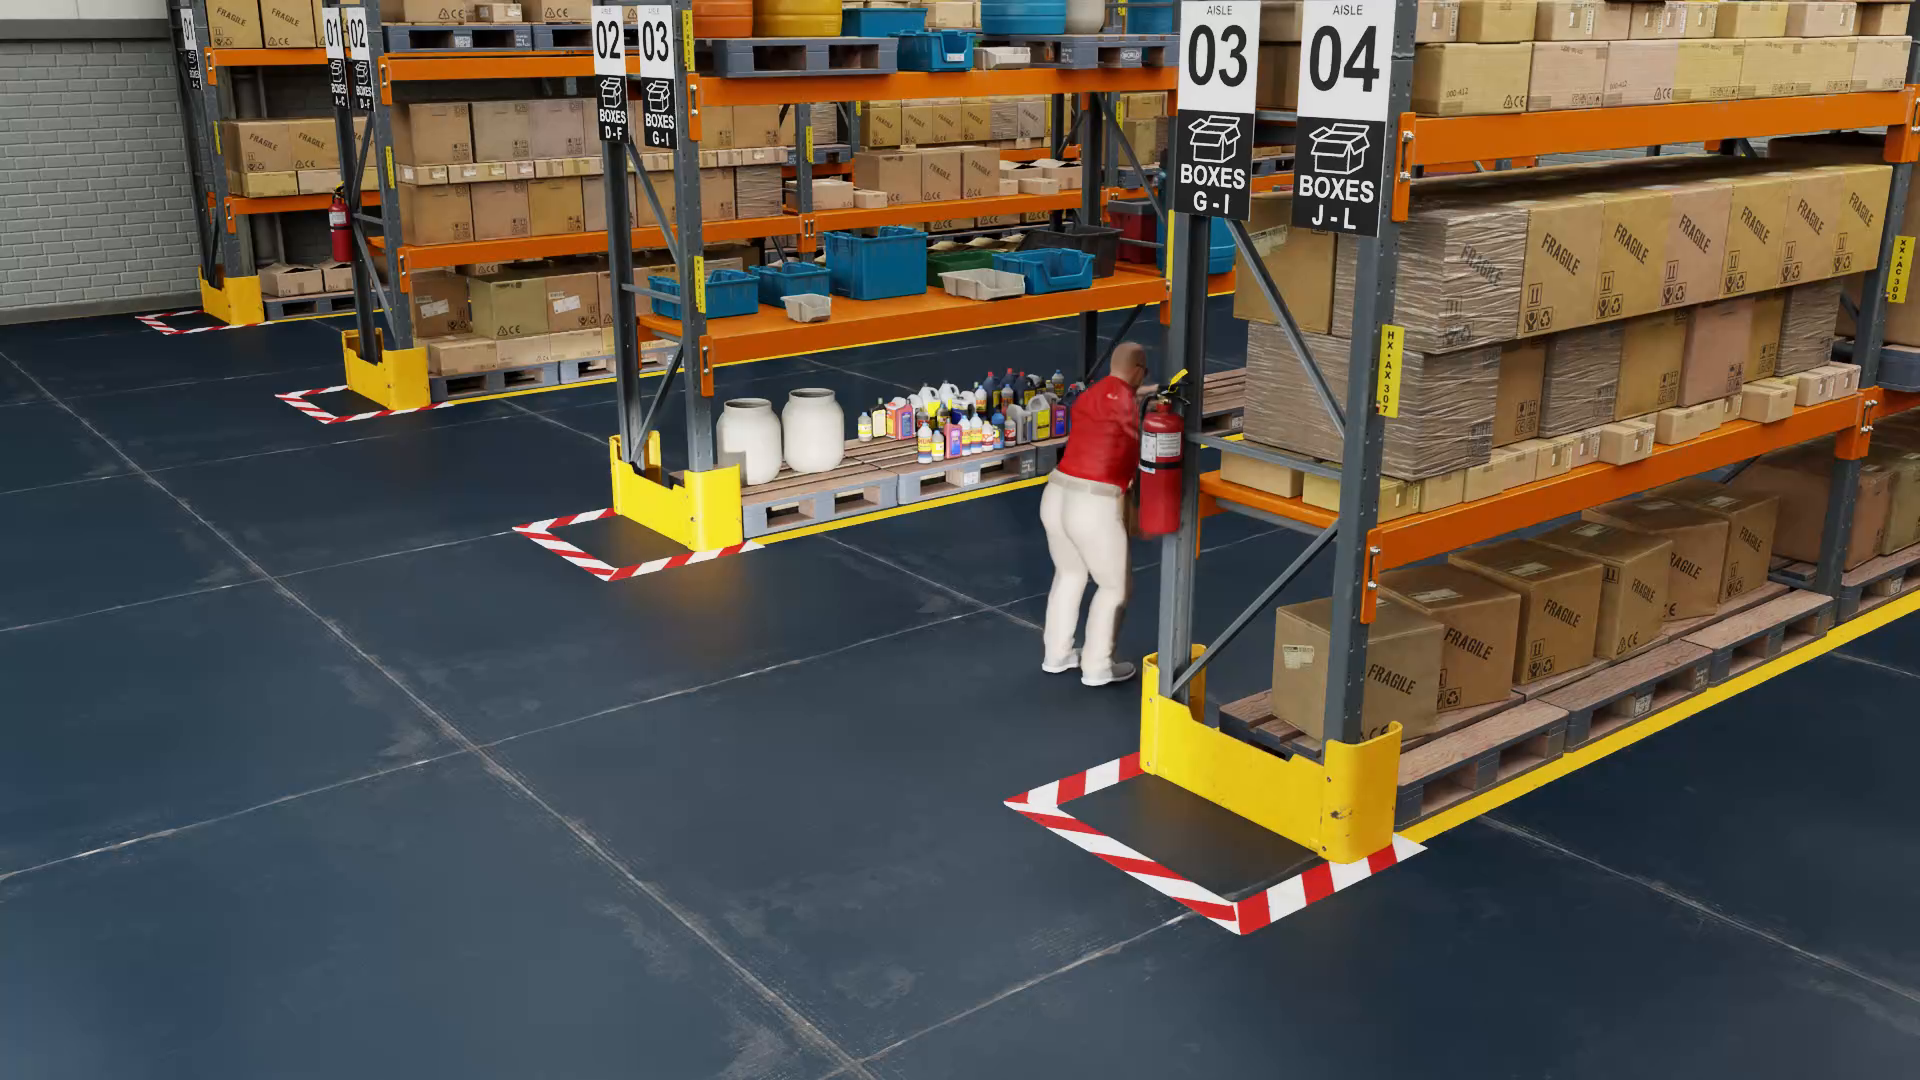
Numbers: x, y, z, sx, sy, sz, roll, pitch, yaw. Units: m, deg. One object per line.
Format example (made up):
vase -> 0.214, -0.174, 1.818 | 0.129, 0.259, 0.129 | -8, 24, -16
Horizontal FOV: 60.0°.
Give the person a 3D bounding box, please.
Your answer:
person -> 0.679, -0.131, 8.127 | 0.602, 1.656, 0.469 | -14, 22, -37
